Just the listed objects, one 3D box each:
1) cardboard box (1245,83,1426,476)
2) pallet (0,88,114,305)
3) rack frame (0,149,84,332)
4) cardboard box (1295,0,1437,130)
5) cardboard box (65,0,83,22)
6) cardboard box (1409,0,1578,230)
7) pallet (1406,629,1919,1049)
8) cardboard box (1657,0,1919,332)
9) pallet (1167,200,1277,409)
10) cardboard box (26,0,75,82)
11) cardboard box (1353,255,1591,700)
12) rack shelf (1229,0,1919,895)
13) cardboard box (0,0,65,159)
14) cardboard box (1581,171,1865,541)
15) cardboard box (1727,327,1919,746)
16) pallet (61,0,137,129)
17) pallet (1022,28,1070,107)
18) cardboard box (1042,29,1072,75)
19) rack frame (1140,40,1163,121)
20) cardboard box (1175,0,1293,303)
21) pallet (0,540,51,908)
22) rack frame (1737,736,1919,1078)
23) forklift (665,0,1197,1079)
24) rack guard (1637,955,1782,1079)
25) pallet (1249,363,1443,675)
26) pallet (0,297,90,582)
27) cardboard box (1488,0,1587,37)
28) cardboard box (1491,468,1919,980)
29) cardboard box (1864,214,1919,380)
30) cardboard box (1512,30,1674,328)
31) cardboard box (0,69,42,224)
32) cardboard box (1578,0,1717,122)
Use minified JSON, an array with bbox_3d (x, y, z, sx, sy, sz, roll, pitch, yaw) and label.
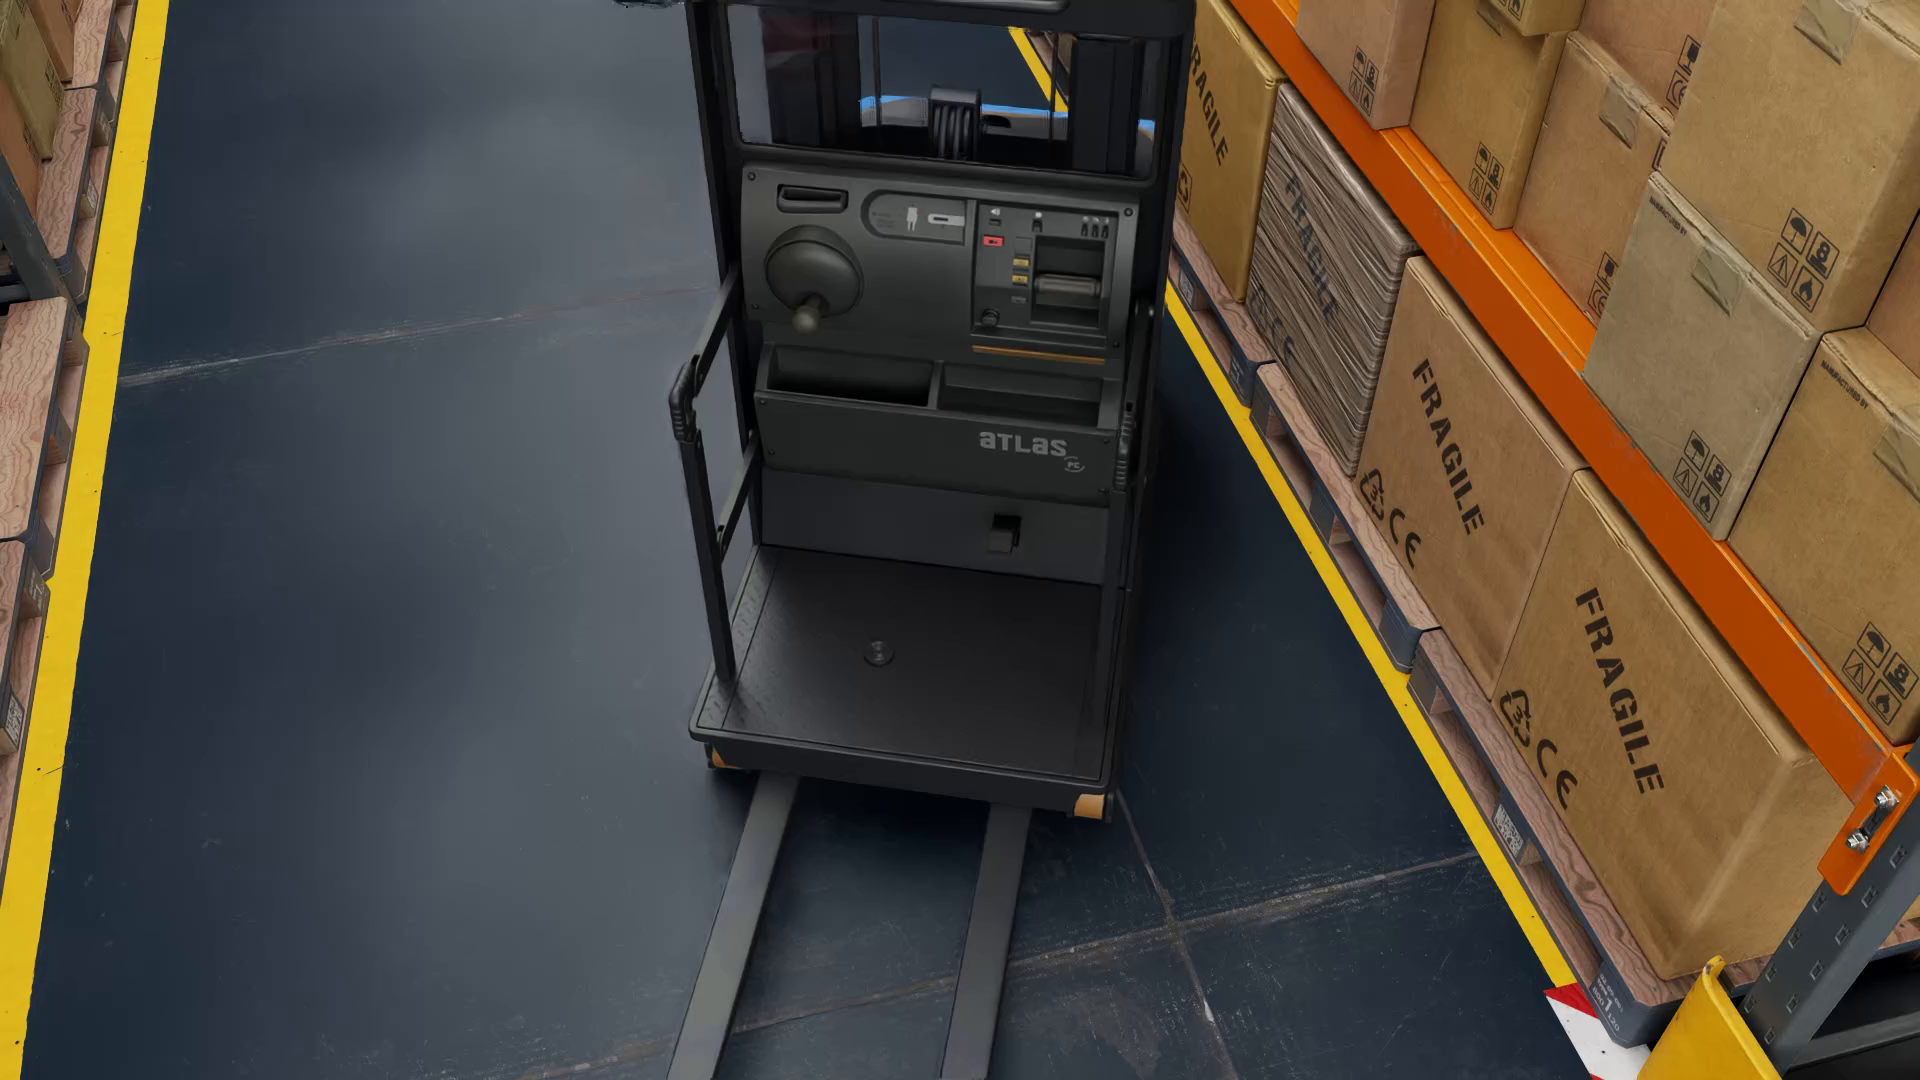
[{"bbox_3d":[1.508,-0.874,5.200,0.875,0.875,0.875,-10,46,-10],"label":"cardboard box"},{"bbox_3d":[-3.841,-1.264,6.341,1.003,0.211,1.213,-11,47,-10],"label":"pallet"},{"bbox_3d":[-3.641,-1.703,4.818,1.000,3.000,0.127,-11,47,-10],"label":"rack frame"},{"bbox_3d":[1.473,-1.570,4.583,0.875,0.550,0.550,-11,47,-10],"label":"cardboard box"},{"bbox_3d":[-4.168,-2.514,7.055,0.700,0.500,0.500,-7,46,-7],"label":"cardboard box"},{"bbox_3d":[1.706,-1.222,4.242,0.875,0.550,0.500,-11,47,-10],"label":"cardboard box"},{"bbox_3d":[1.924,0.660,4.455,1.003,0.211,1.213,-11,47,-10],"label":"pallet"},{"bbox_3d":[1.916,-0.835,3.107,0.875,0.550,0.550,-11,47,-10],"label":"cardboard box"},{"bbox_3d":[1.299,-1.024,6.106,1.003,0.211,1.213,-11,47,-10],"label":"pallet"},{"bbox_3d":[-4.025,-2.128,6.678,0.700,0.500,0.500,-14,47,-14],"label":"cardboard box"},{"bbox_3d":[1.739,-0.244,4.583,0.875,0.875,0.875,-11,47,-11],"label":"cardboard box"},{"bbox_3d":[1.692,-0.907,4.542,1.077,0.370,4.000,-11,47,-10],"label":"rack shelf"},{"bbox_3d":[-3.881,-1.742,6.299,0.700,0.500,0.500,-11,47,-11],"label":"cardboard box"},{"bbox_3d":[1.903,-0.454,3.490,0.875,0.550,0.550,-11,47,-10],"label":"cardboard box"},{"bbox_3d":[2.065,-0.078,3.122,0.875,0.550,0.550,-11,47,-10],"label":"cardboard box"},{"bbox_3d":[-4.157,-2.108,7.168,1.003,0.211,1.213,-11,47,-10],"label":"pallet"},{"bbox_3d":[0.909,-2.083,7.143,1.003,0.211,1.213,-11,47,-10],"label":"pallet"},{"bbox_3d":[0.934,-2.311,6.696,1.050,0.750,0.750,-11,47,-11],"label":"cardboard box"},{"bbox_3d":[1.180,-2.540,5.639,1.000,3.000,0.127,-11,47,-10],"label":"rack frame"},{"bbox_3d":[1.273,-1.496,5.809,0.875,0.875,0.875,-10,46,-10],"label":"cardboard box"},{"bbox_3d":[-3.119,0.575,4.539,1.003,0.211,1.213,-11,47,-10],"label":"pallet"},{"bbox_3d":[2.201,0.223,2.932,0.949,2.616,0.053,-11,47,-10],"label":"rack frame"},{"bbox_3d":[-0.089,-0.556,3.743,1.130,2.935,3.031,7,46,7],"label":"forklift"},{"bbox_3d":[2.210,1.114,3.809,1.175,0.500,0.348,-11,47,-10],"label":"rack guard"},{"bbox_3d":[1.615,-0.180,5.279,1.003,0.211,1.213,-11,47,-10],"label":"pallet"},{"bbox_3d":[-3.435,-0.269,5.366,1.003,0.211,1.213,-11,47,-10],"label":"pallet"},{"bbox_3d":[1.643,-1.588,3.845,0.875,0.550,0.500,-11,47,-10],"label":"cardboard box"},{"bbox_3d":[1.966,0.363,3.988,0.875,0.875,0.875,-10,47,-10],"label":"cardboard box"},{"bbox_3d":[2.146,-0.472,2.751,0.875,0.550,0.550,-11,47,-10],"label":"cardboard box"},{"bbox_3d":[1.881,-0.864,3.891,0.875,0.550,0.550,-11,47,-10],"label":"cardboard box"},{"bbox_3d":[-3.777,-1.409,5.973,0.700,0.500,0.500,-14,47,-13],"label":"cardboard box"},{"bbox_3d":[1.904,-1.246,3.510,0.875,0.550,0.550,-11,47,-10],"label":"cardboard box"}]
